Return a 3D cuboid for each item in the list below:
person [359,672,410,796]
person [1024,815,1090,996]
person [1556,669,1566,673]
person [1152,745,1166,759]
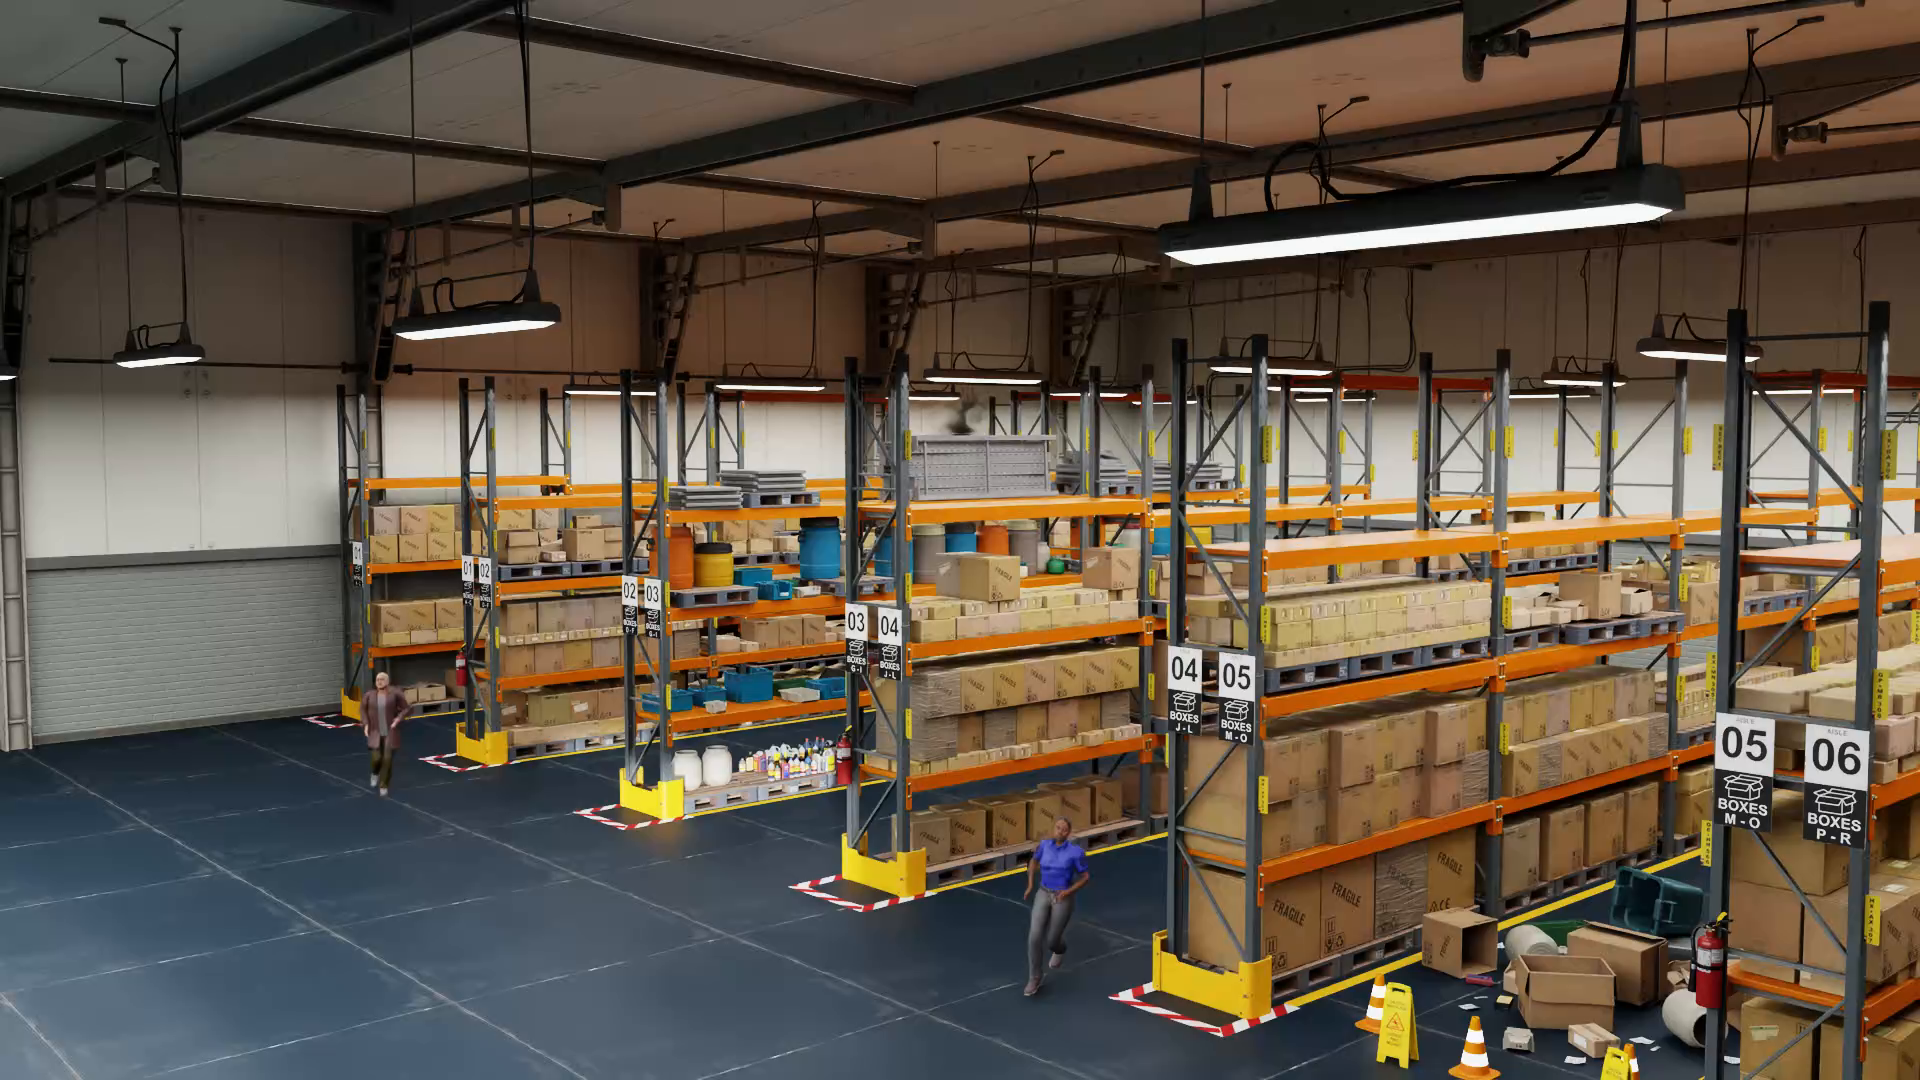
[{"bbox_3d":[-8.180,2.749,23.636,0.700,1.745,0.673,-1,4,-13],"label":"person"},{"bbox_3d":[0.902,3.365,15.451,0.613,1.620,0.762,2,4,23],"label":"person"},{"bbox_3d":[8.632,2.722,23.936,0.661,1.746,0.767,4,5,43],"label":"person"},{"bbox_3d":[3.022,2.732,24.769,0.592,1.616,0.588,3,5,41],"label":"person"}]
